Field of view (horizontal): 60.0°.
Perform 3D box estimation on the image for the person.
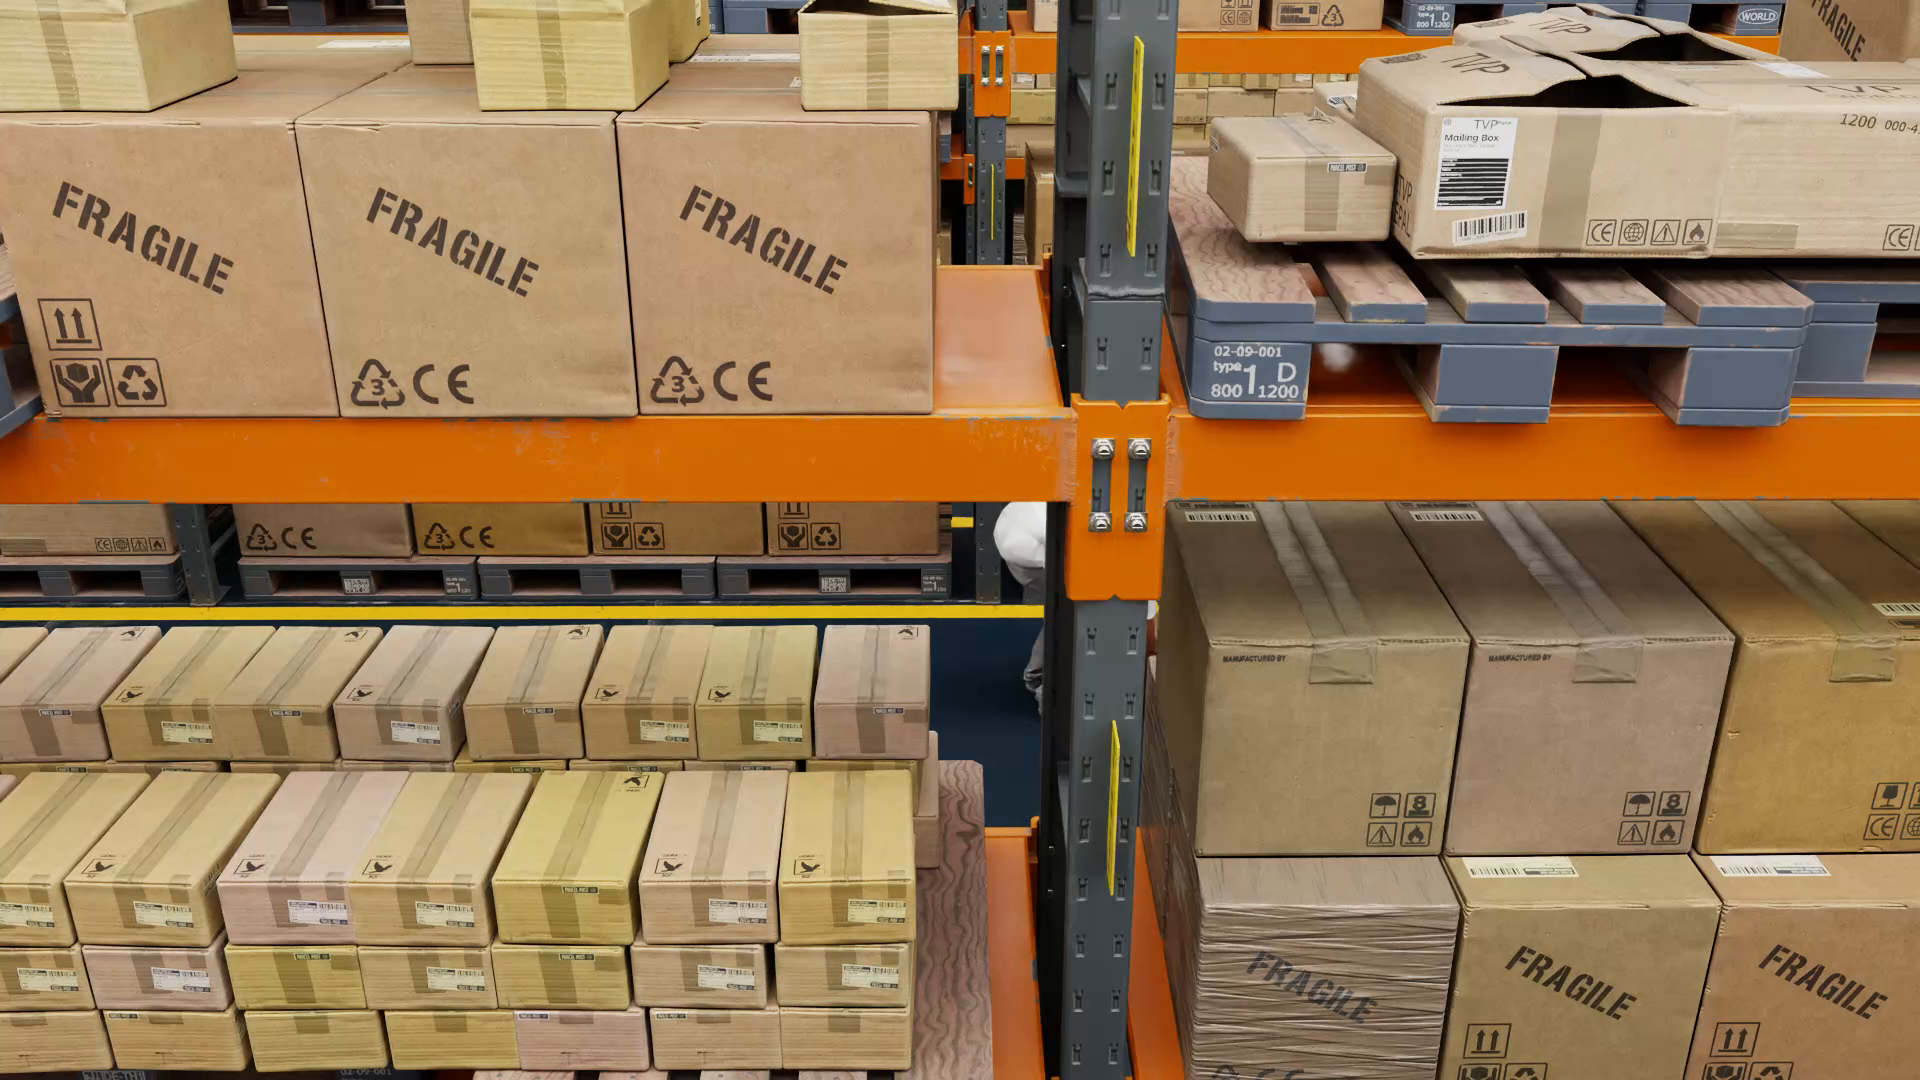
[{"bbox_3d":[0.641,0.257,7.394,0.979,1.031,0.486,-2,24,-6],"label":"person"}]
